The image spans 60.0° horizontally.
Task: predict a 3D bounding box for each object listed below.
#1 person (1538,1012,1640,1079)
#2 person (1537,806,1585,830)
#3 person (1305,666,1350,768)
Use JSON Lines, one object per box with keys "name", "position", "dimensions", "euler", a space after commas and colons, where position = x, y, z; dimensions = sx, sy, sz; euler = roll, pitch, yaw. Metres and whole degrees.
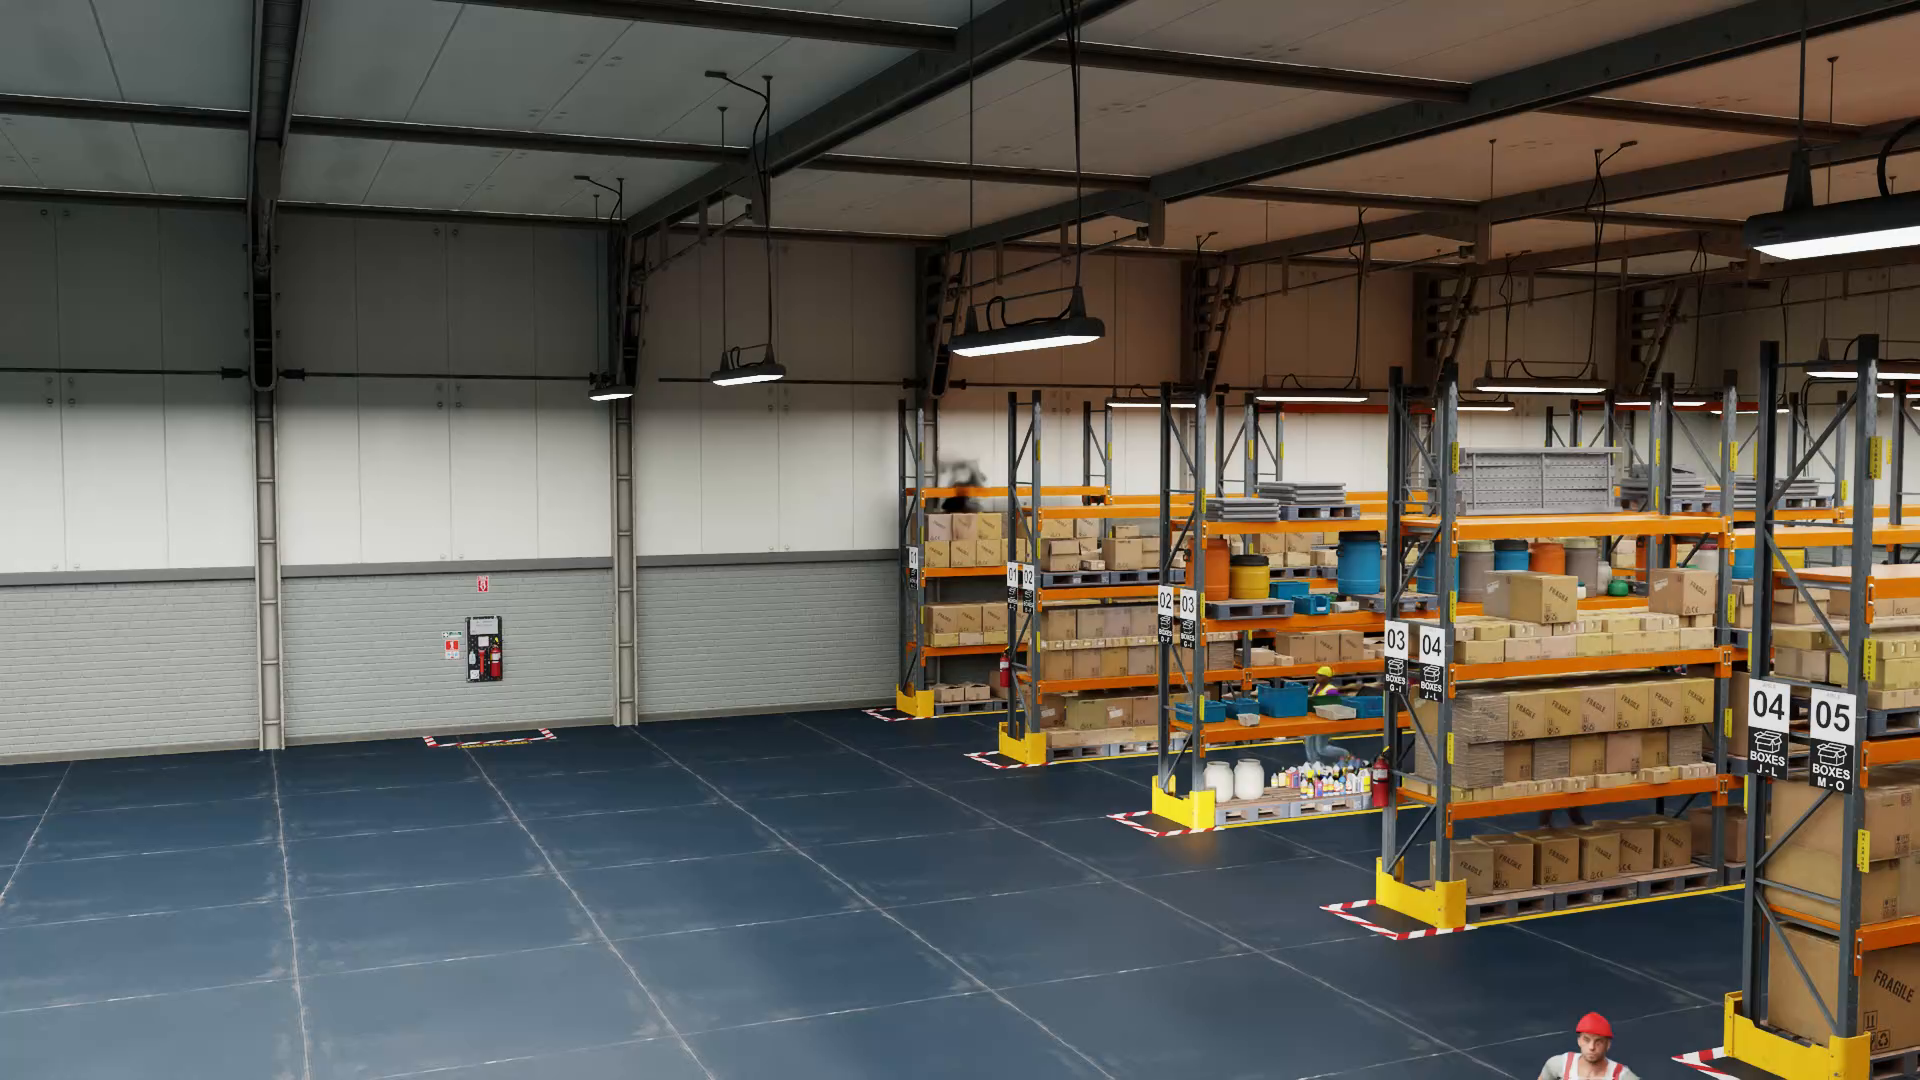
{"name": "person", "position": [3.696, 3.663, 9.767], "dimensions": [0.662, 1.797, 0.928], "euler": [2, 4, 24]}
{"name": "person", "position": [7.775, 3.049, 21.506], "dimensions": [0.793, 1.772, 0.644], "euler": [-2, 4, -28]}
{"name": "person", "position": [5.601, 2.809, 25.548], "dimensions": [0.796, 1.748, 0.700], "euler": [-1, 4, -22]}
